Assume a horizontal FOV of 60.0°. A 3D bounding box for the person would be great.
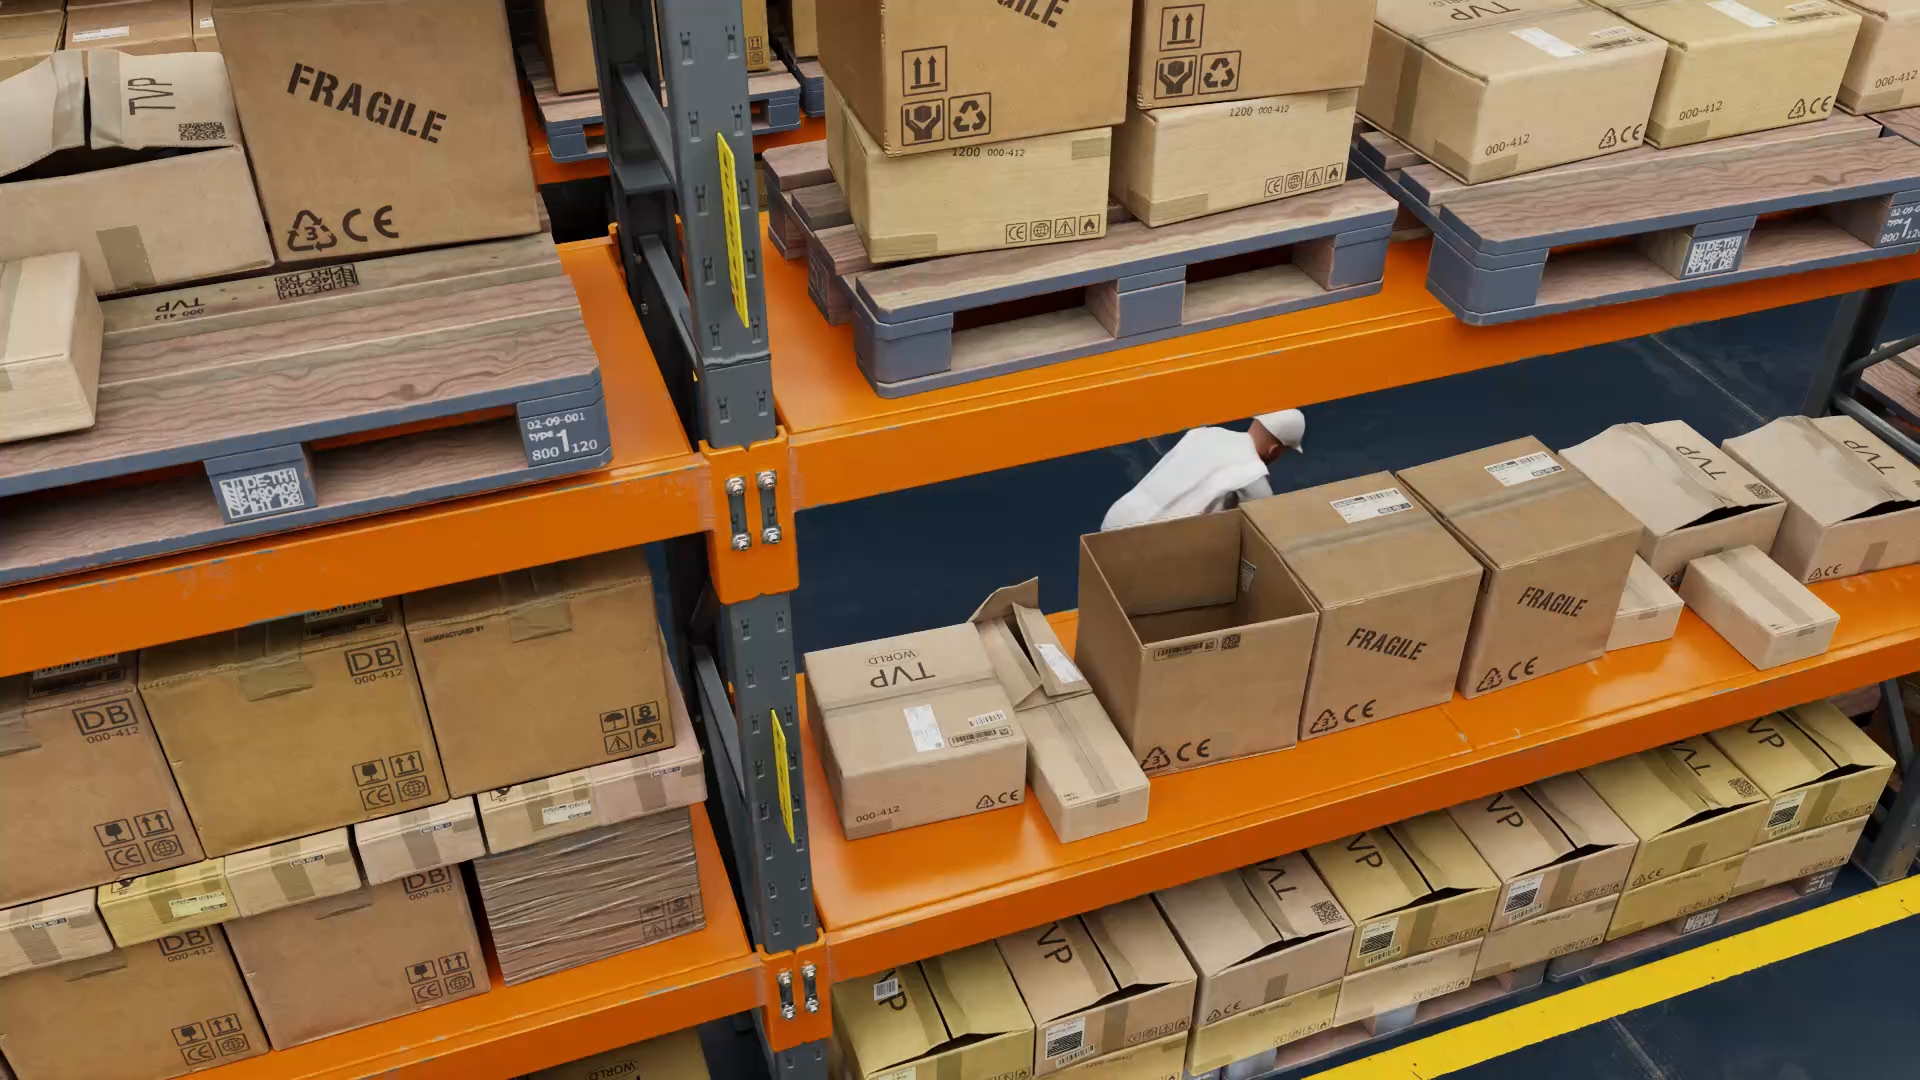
[{"bbox_3d":[1.017,-0.061,6.869,0.892,0.997,0.531,-13,39,-17],"label":"person"}]
